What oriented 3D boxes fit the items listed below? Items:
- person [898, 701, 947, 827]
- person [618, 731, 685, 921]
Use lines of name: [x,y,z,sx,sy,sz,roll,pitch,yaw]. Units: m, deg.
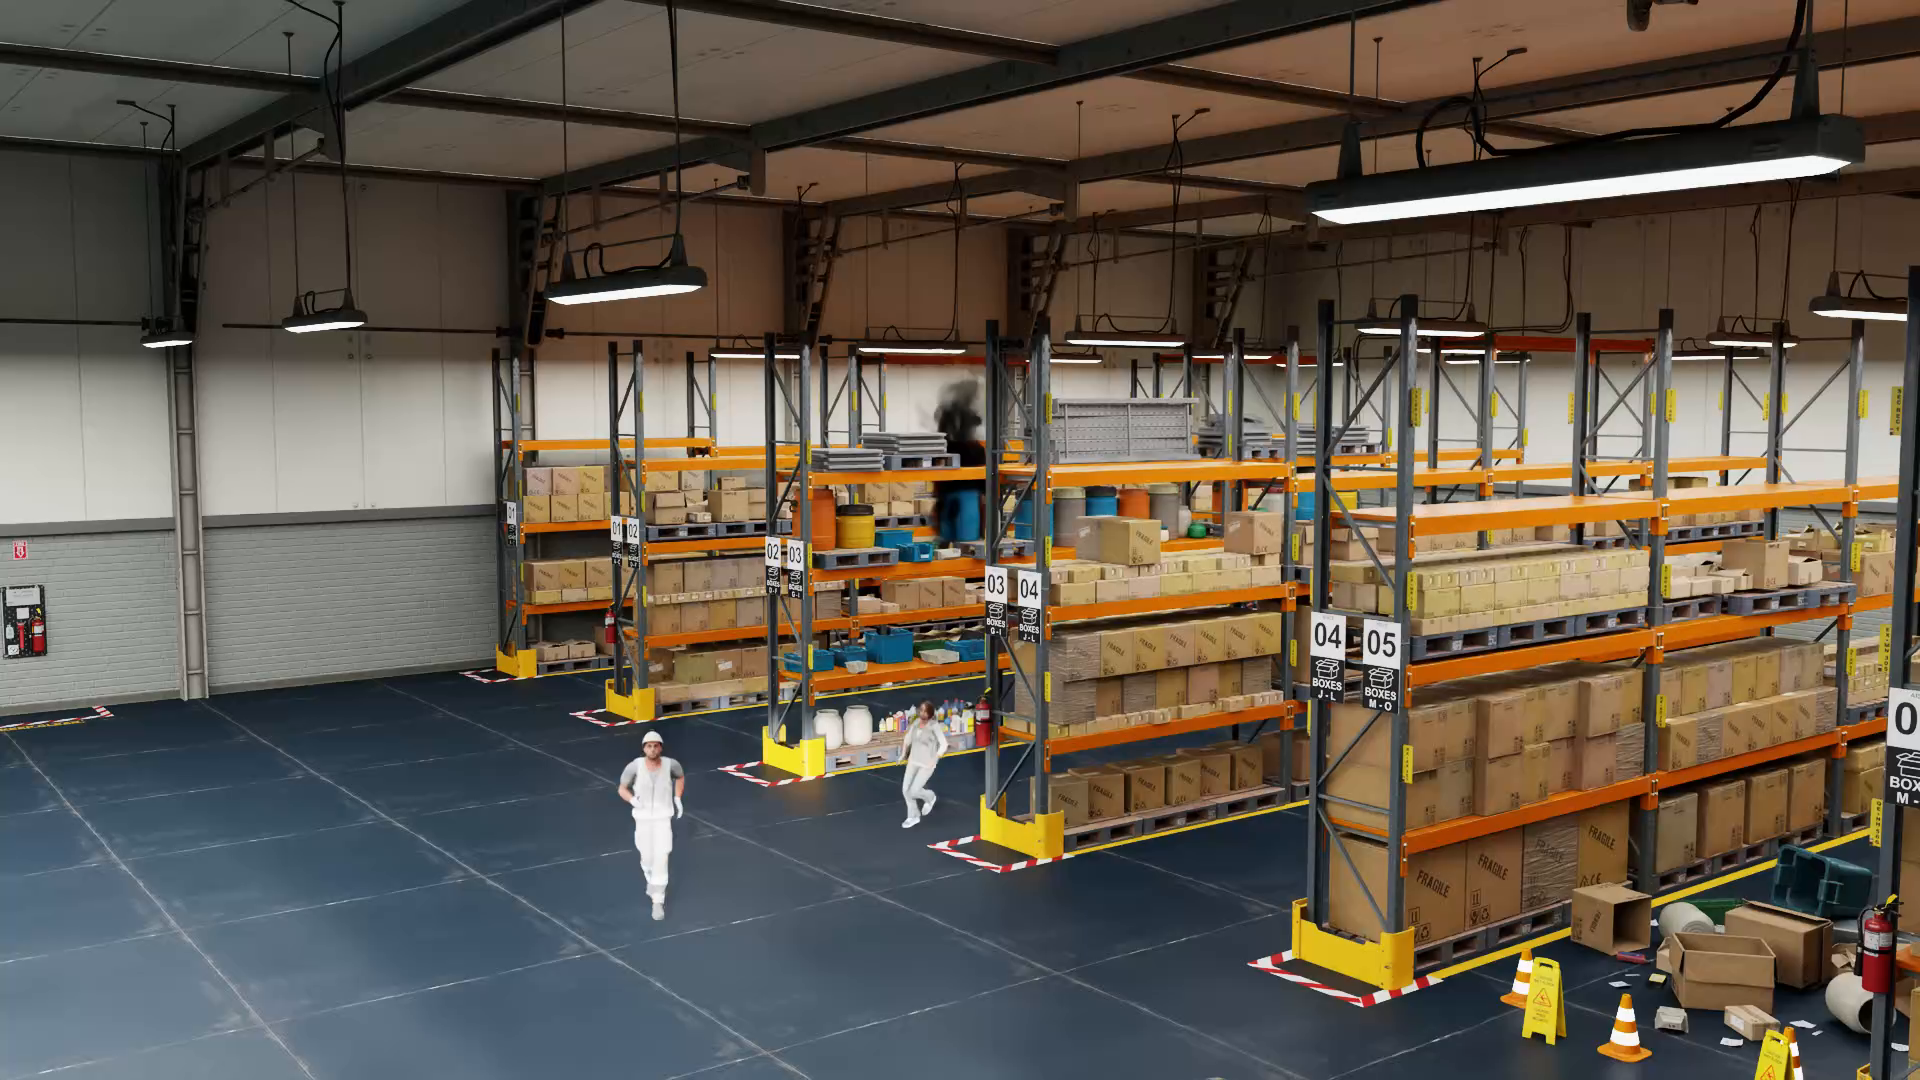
person: [-0.435,2.672,19.836,0.585,1.548,0.503,4,6,38]
person: [-3.090,2.803,16.674,0.648,1.803,0.919,-1,5,-7]
